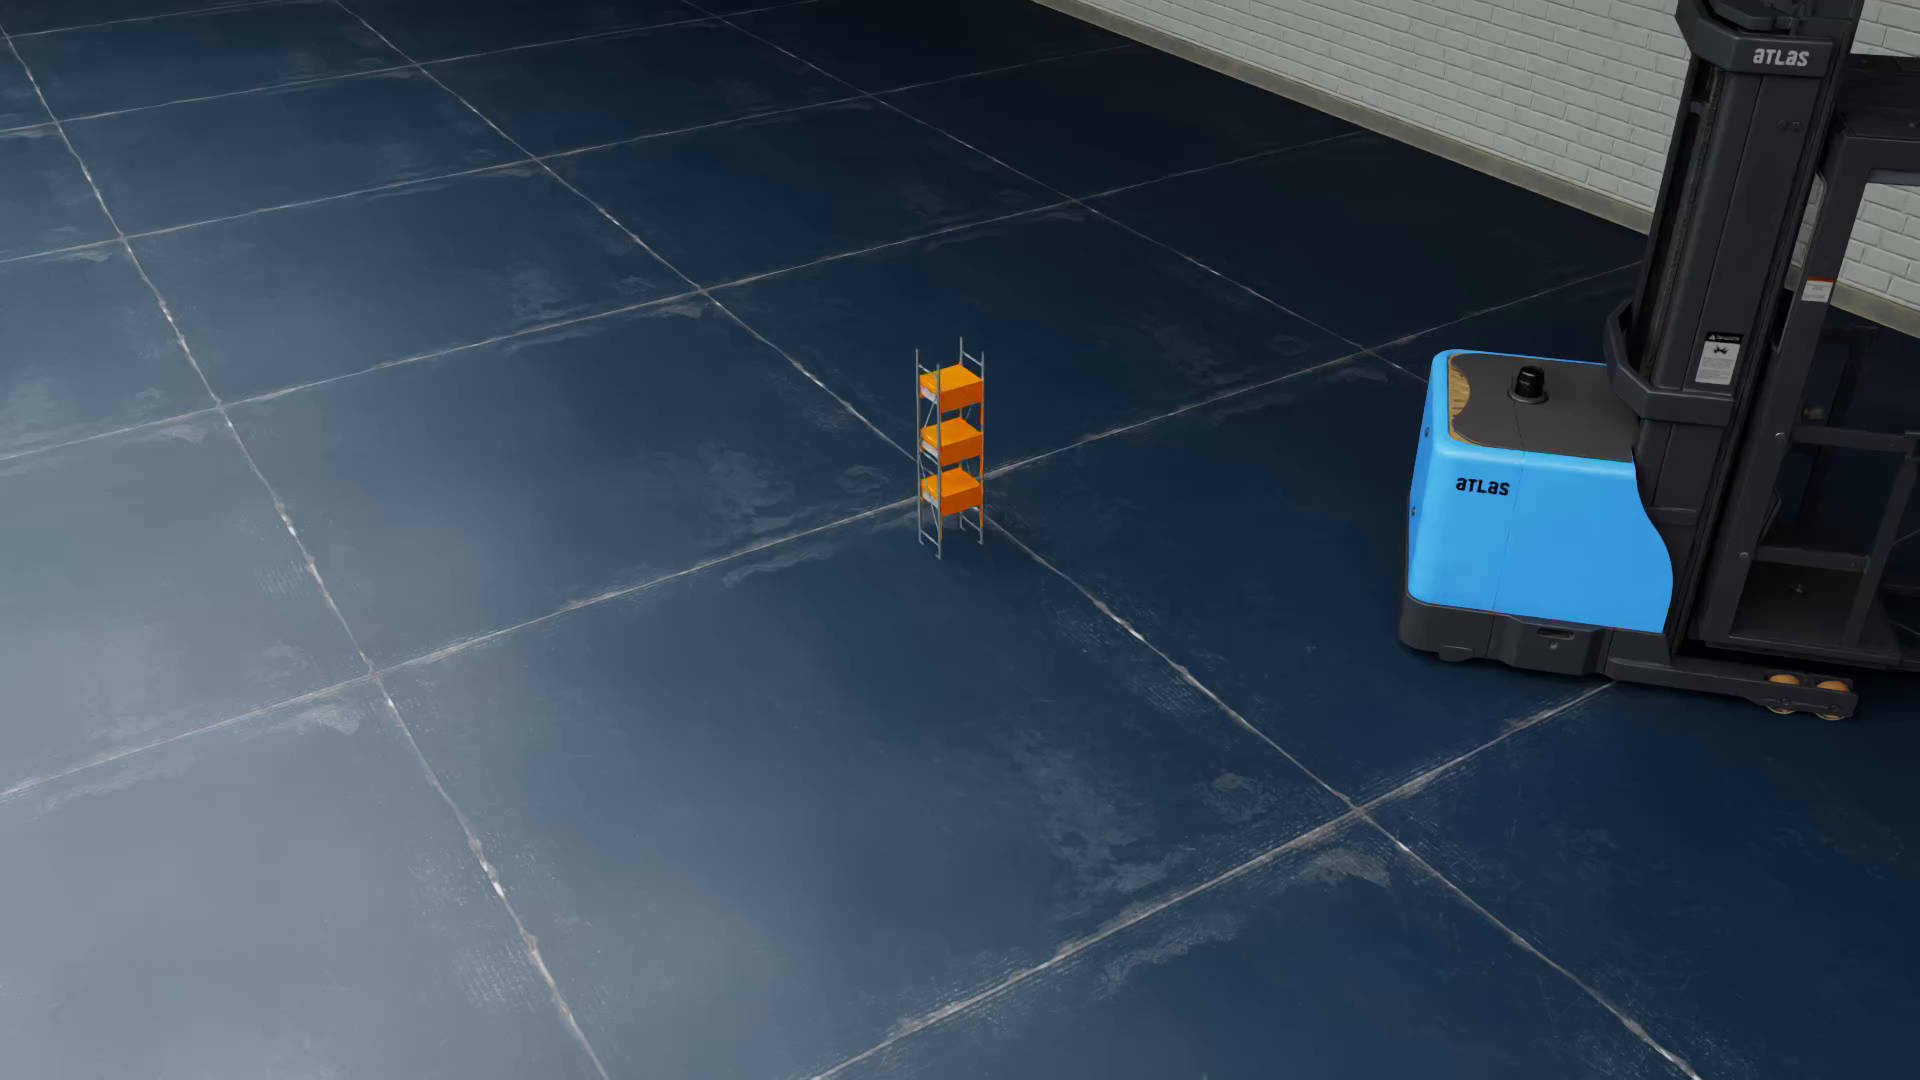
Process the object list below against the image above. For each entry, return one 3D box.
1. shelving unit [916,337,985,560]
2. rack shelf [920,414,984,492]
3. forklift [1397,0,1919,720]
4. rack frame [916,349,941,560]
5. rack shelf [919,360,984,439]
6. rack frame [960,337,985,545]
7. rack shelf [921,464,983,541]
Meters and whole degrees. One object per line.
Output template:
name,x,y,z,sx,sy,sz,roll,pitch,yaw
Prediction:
shelving unit,-0.045,-0.429,7.945,0.252,1.050,0.215,-19,37,-27
rack shelf,-0.045,-0.420,7.951,0.240,0.259,0.215,-19,37,-27
forklift,3.531,-0.789,6.754,3.031,2.935,1.130,7,33,11
rack frame,-0.148,-0.393,7.889,0.008,1.050,0.200,-19,37,-27
rack shelf,-0.045,-0.660,7.800,0.240,0.259,0.215,-19,37,-27
rack frame,0.058,-0.464,8.001,0.008,1.050,0.200,-19,37,-27
rack shelf,-0.045,-0.185,8.099,0.240,0.259,0.215,-19,37,-27
